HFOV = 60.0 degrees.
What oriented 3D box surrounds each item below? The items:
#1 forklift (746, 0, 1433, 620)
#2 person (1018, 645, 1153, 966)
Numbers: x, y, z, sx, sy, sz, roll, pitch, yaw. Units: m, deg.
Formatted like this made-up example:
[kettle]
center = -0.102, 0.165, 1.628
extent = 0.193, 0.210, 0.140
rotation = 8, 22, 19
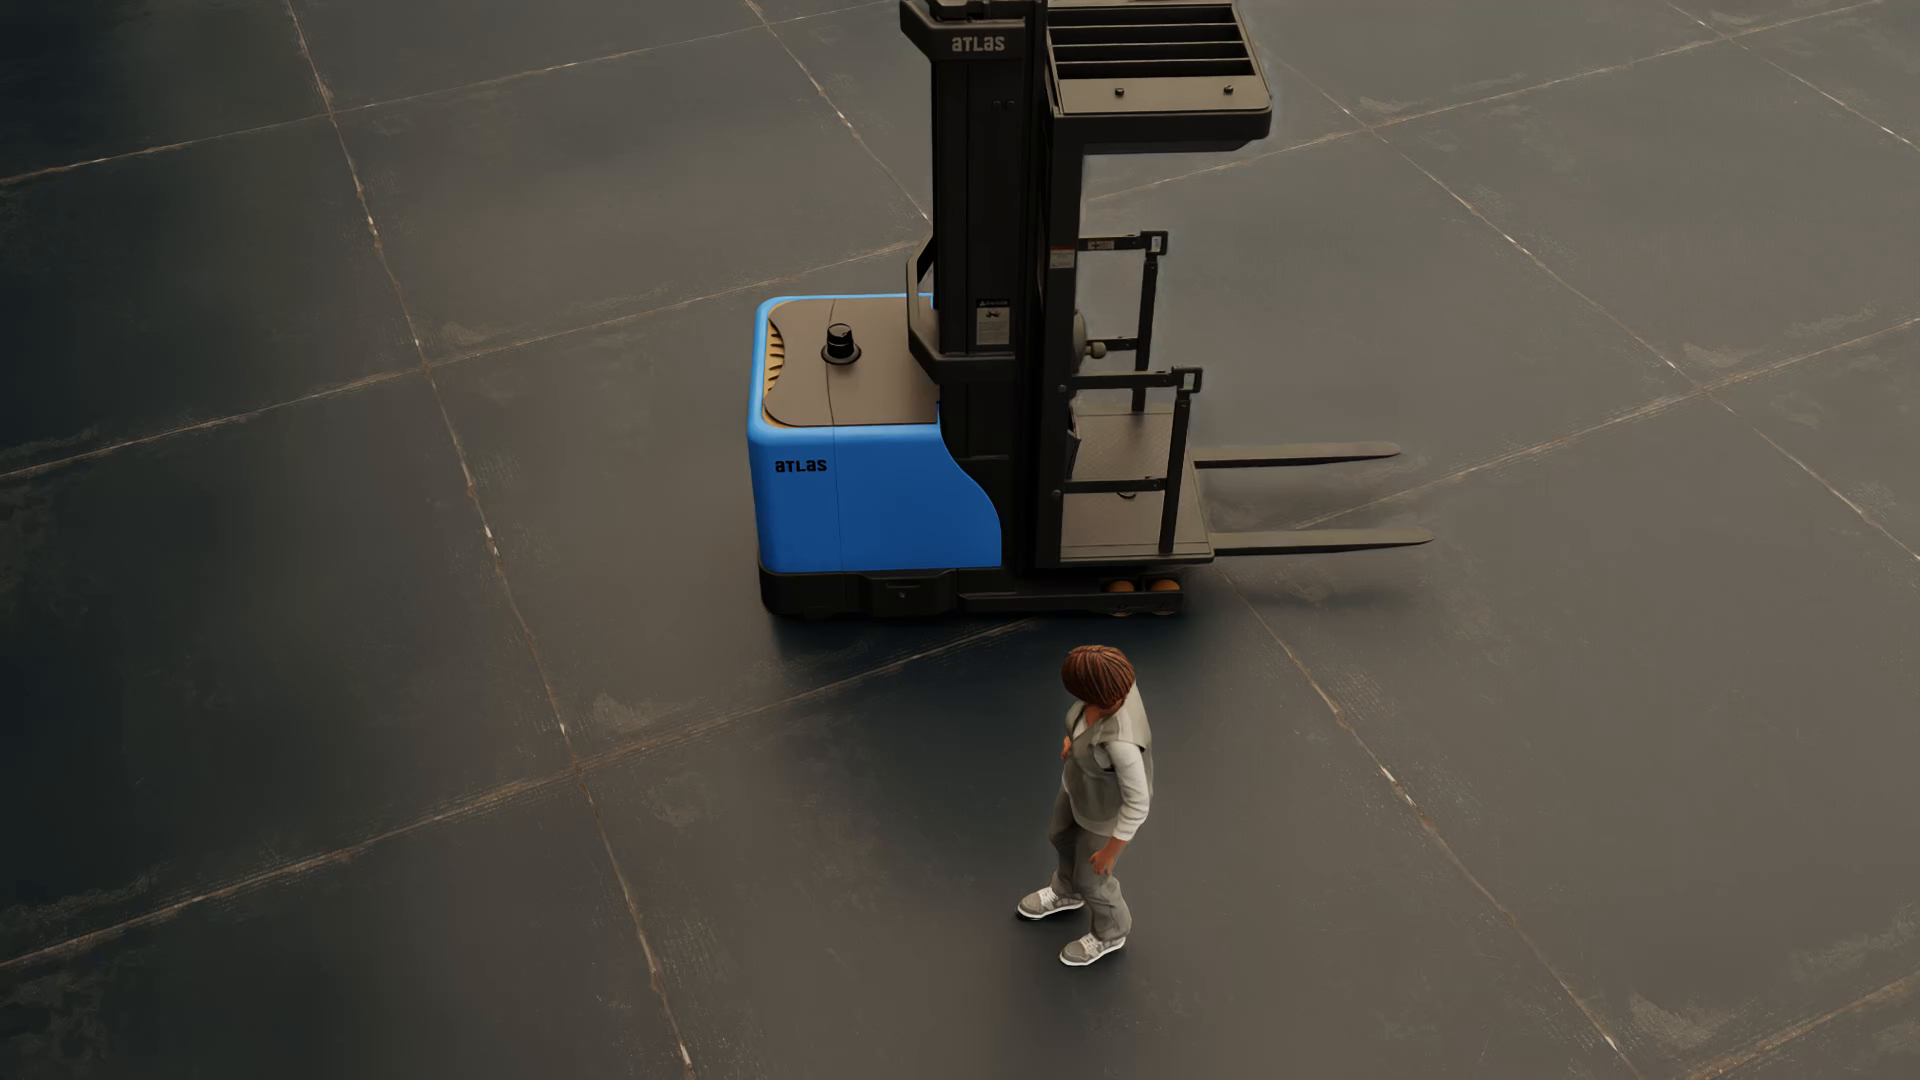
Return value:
[forklift]
center = 0.610, -1.090, 6.848
extent = 3.031, 2.935, 1.130
rotation = -2, 43, -2
[person]
center = 0.443, 0.901, 5.710
extent = 0.397, 1.576, 0.560
rotation = -9, 44, -10
